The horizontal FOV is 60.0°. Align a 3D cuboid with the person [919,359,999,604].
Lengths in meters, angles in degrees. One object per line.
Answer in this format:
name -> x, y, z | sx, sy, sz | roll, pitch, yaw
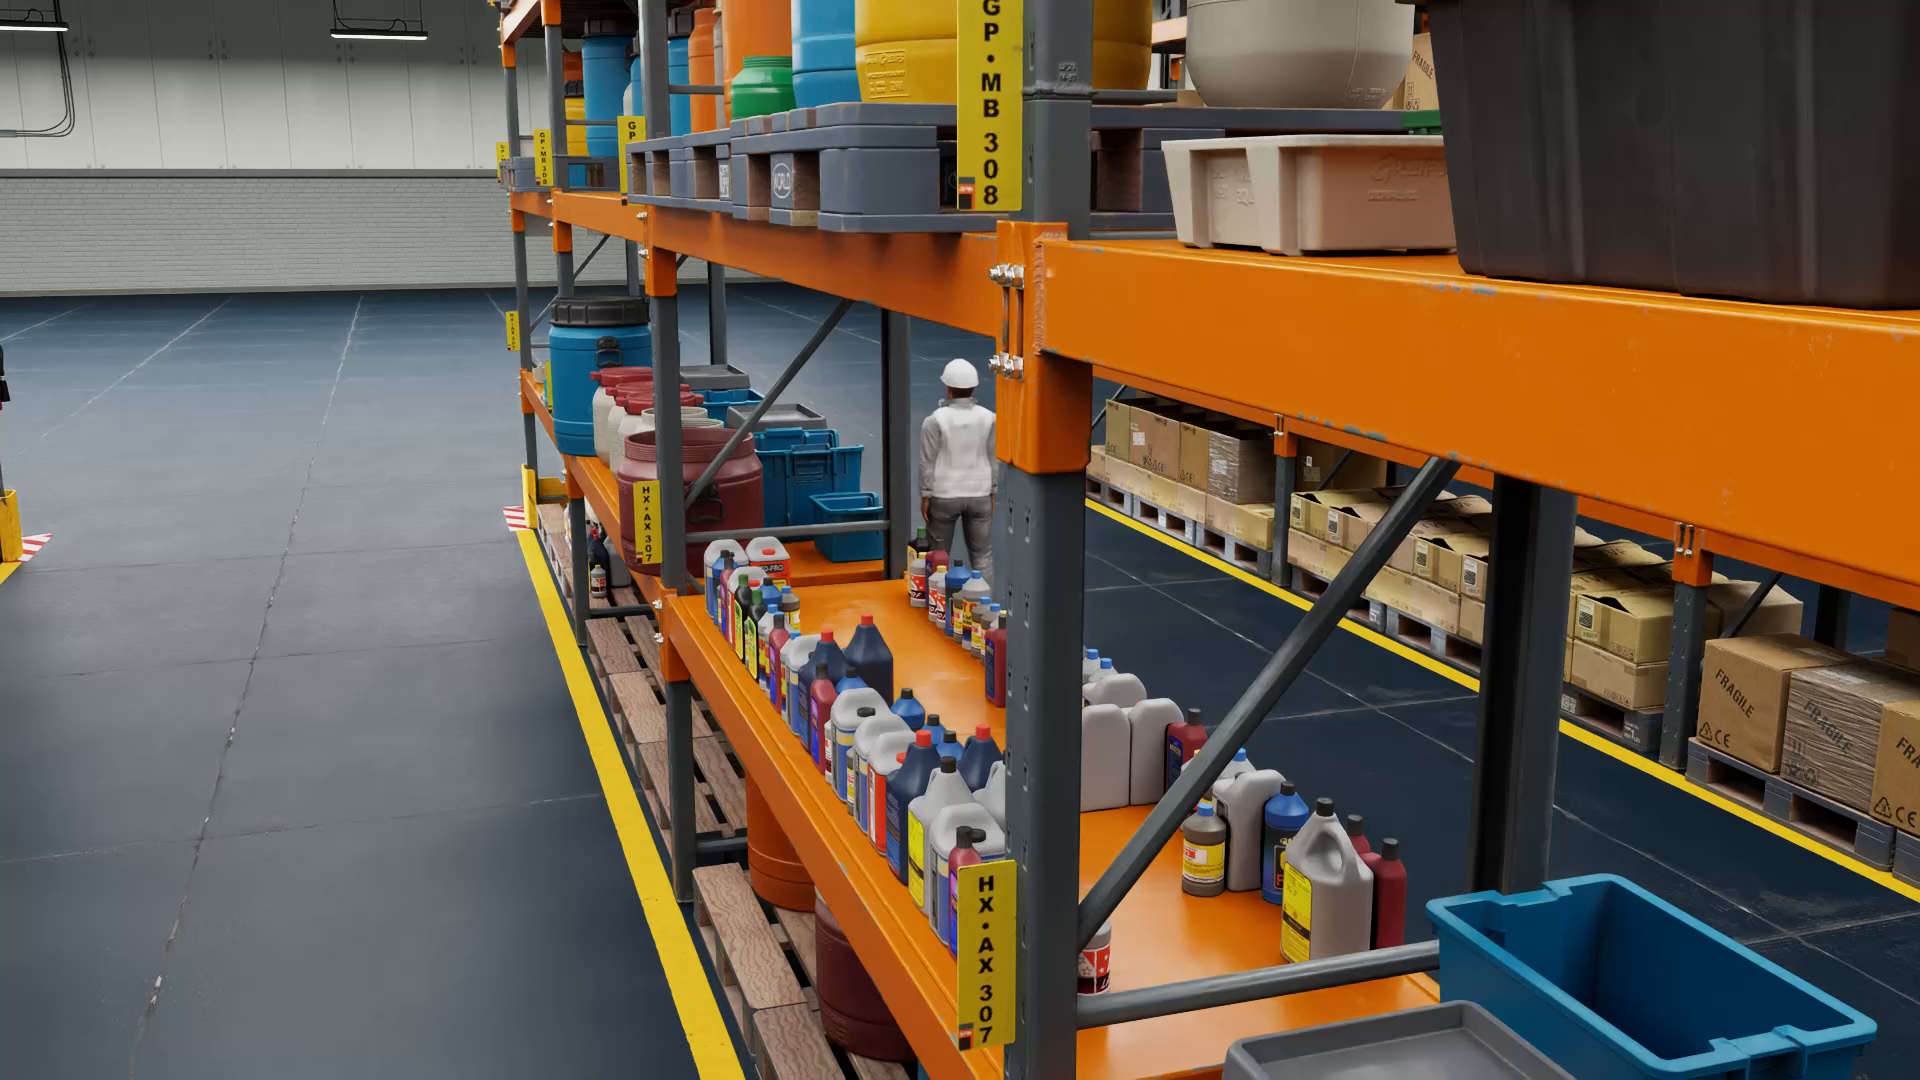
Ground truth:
person -> -0.022, -0.274, 10.728 | 0.533, 1.798, 0.444 | -4, 13, -17
